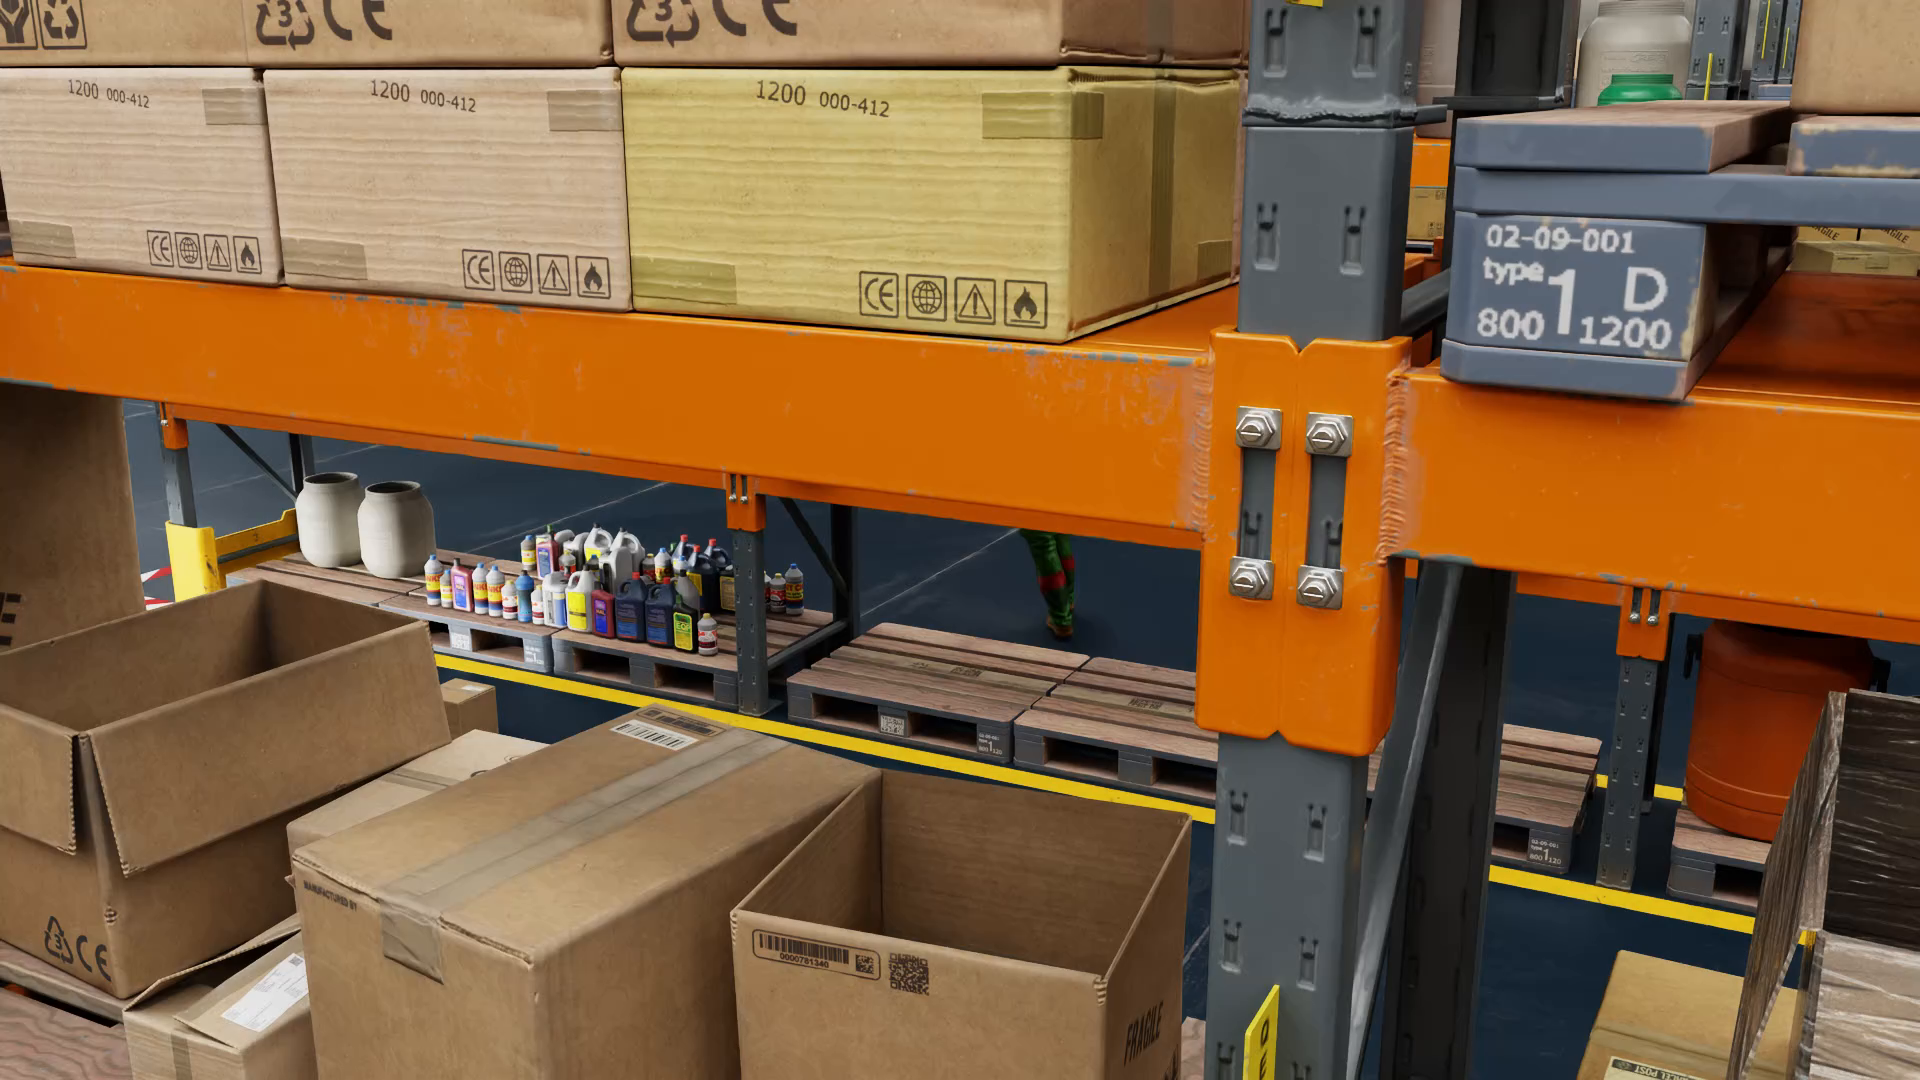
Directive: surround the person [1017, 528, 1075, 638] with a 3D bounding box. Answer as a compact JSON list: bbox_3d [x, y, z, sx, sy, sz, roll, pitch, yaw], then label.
[{"bbox_3d":[0.474,-0.346,9.293,0.637,1.816,0.621,-8,17,-25],"label":"person"}]
